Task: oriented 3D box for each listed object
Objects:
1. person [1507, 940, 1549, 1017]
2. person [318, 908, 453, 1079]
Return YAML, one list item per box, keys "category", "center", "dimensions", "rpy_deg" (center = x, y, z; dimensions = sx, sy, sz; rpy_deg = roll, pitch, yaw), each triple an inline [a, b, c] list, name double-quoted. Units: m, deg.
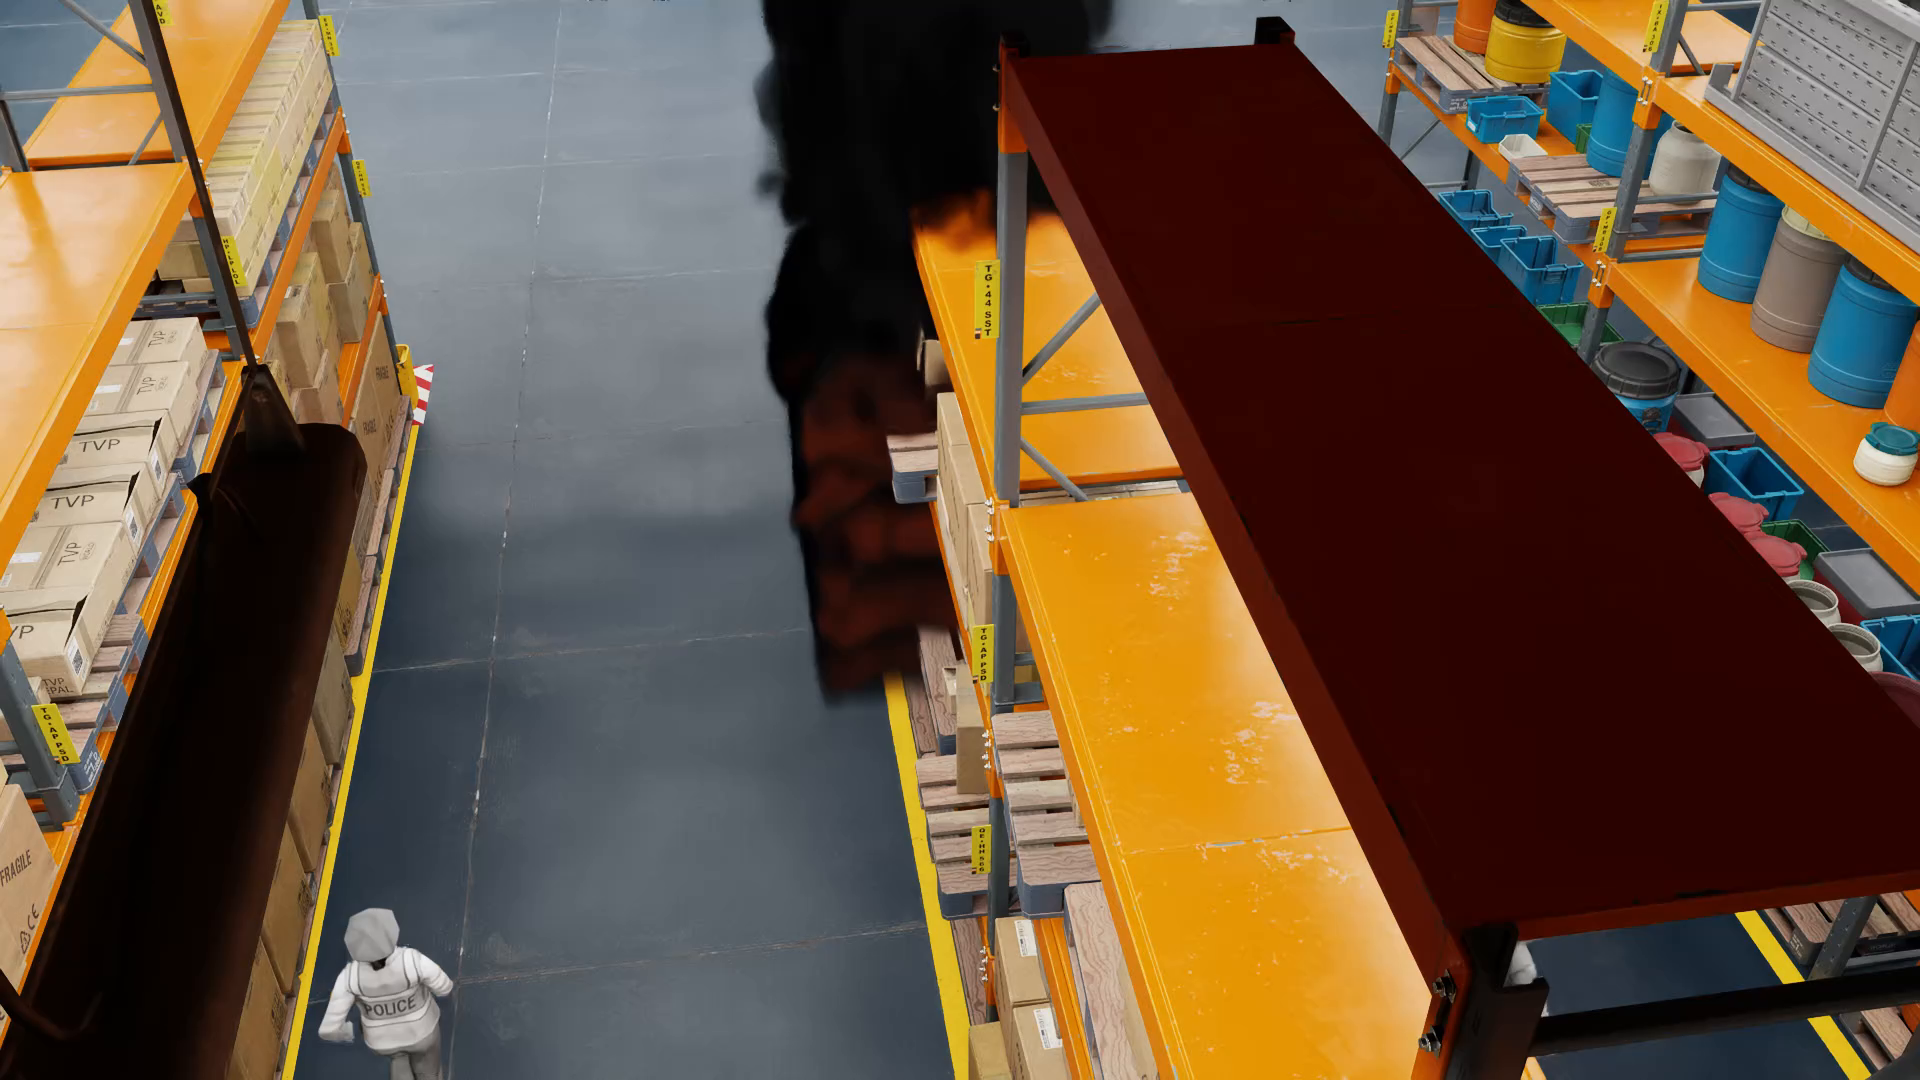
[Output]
- category: "person"
  center: [3.123, 1.903, 8.967]
  dimensions: [0.575, 1.670, 0.848]
  rpy_deg: [-8, 37, -11]
- category: "person"
  center: [-2.784, 2.405, 8.280]
  dimensions: [0.590, 1.699, 0.615]
  rpy_deg: [-5, 37, -7]
